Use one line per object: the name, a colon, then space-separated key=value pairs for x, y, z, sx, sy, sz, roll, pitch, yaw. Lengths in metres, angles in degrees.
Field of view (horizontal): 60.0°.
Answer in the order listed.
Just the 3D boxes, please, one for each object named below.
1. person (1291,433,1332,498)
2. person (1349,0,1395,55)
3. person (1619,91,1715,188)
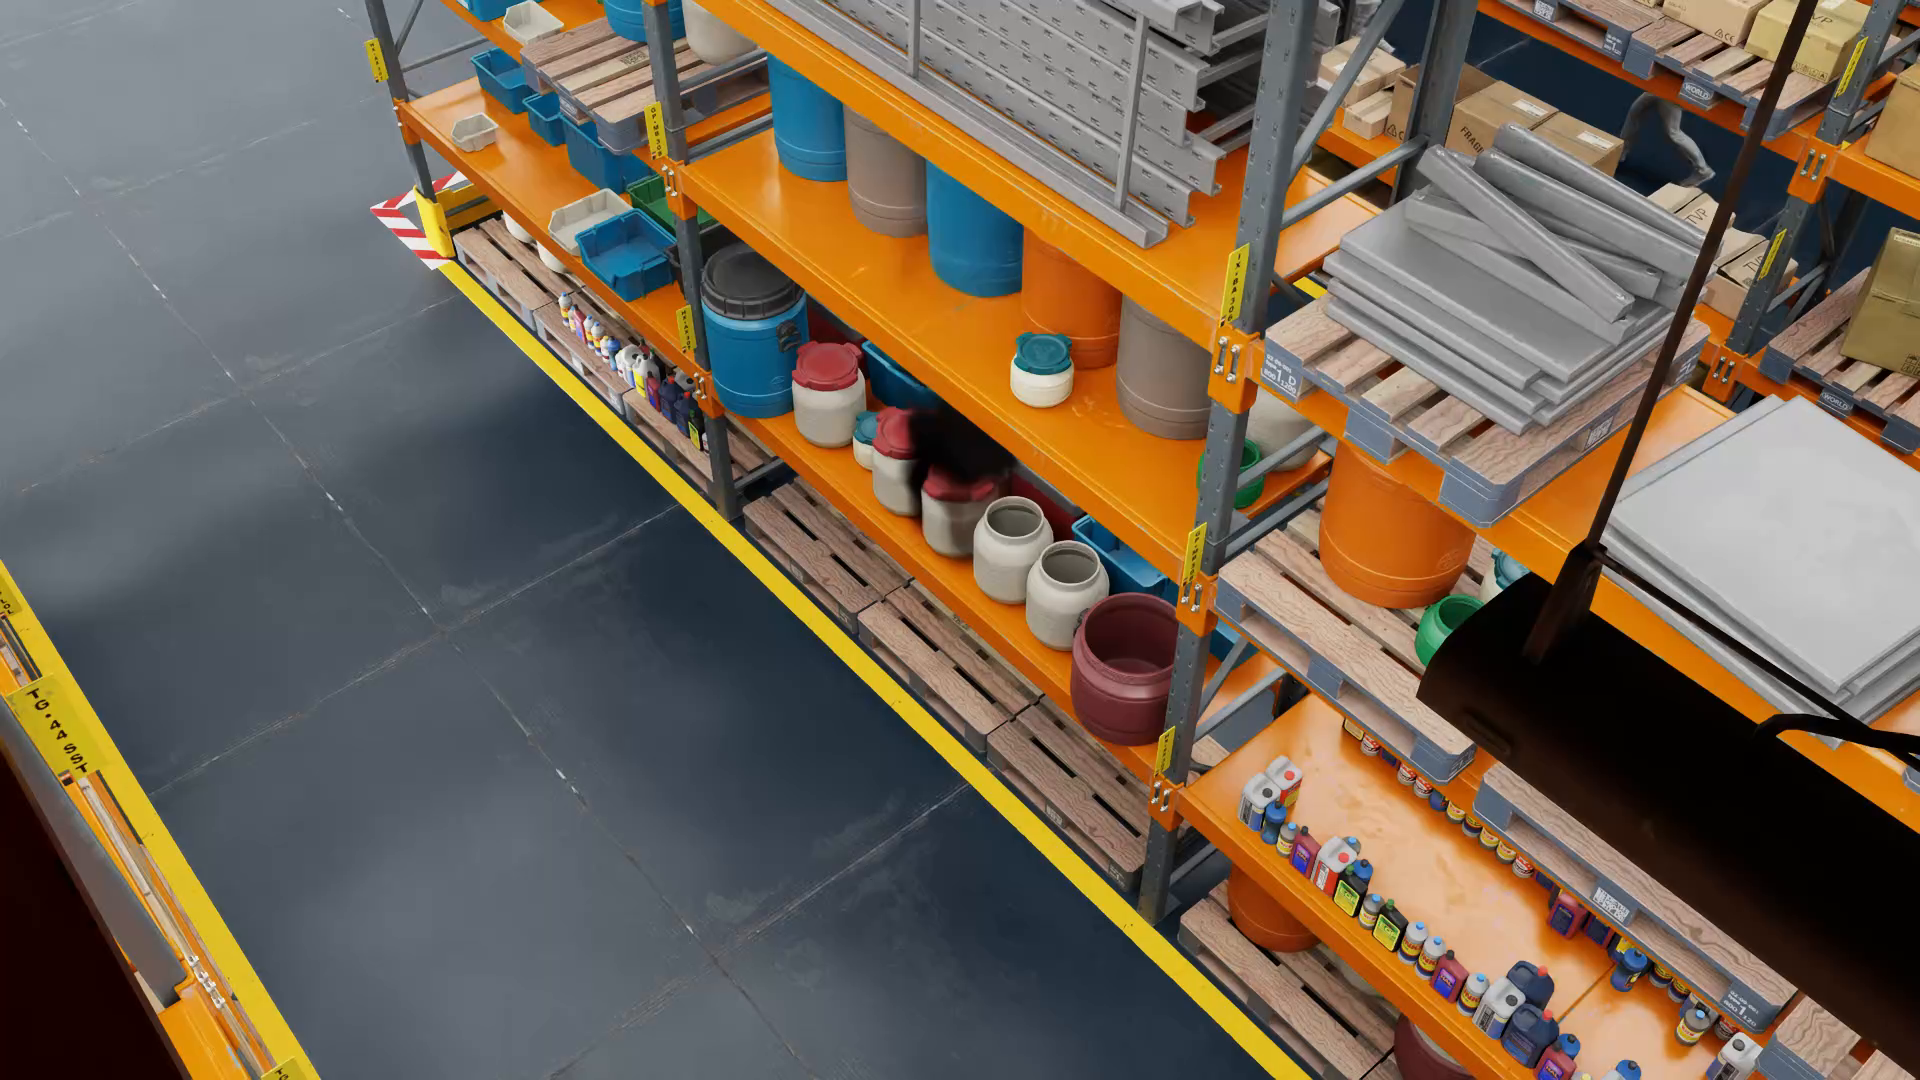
person: x=2.315 y=-0.870 z=10.219 sx=0.725 sy=1.751 sz=0.714 roll=29 pitch=53 yaw=25
person: x=3.416 y=-4.725 z=14.386 sx=0.871 sy=1.583 sz=0.710 roll=18 pitch=49 yaw=16
person: x=5.743 y=-3.544 z=13.284 sx=0.980 sy=1.625 sz=0.655 roll=35 pitch=56 yaw=29
